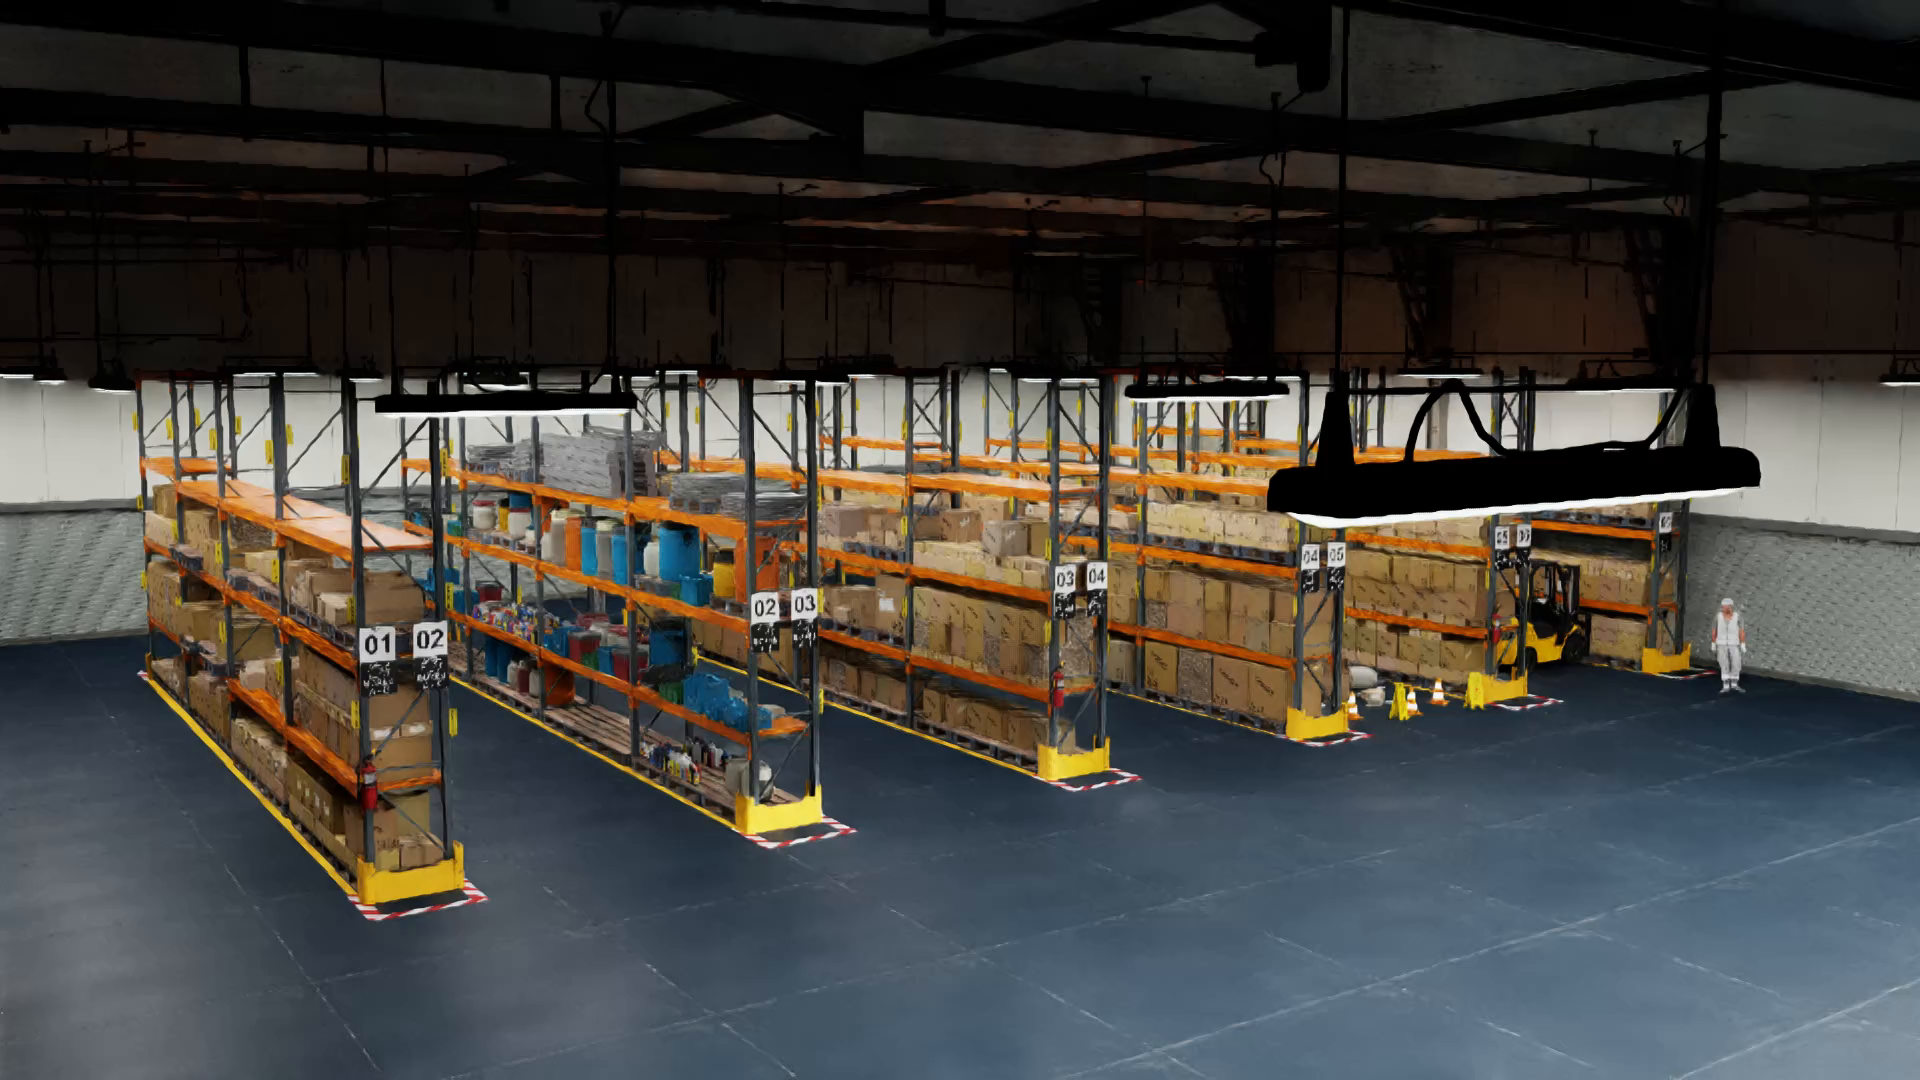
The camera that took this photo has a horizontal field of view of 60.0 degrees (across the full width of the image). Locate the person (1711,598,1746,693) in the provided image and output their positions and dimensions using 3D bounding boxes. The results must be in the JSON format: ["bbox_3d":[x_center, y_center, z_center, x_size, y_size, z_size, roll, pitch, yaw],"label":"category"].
[{"bbox_3d":[14.283,1.956,30.864,0.628,1.782,0.400,3,7,26],"label":"person"}]

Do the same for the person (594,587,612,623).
[{"bbox_3d":[-8.351,1.158,38.536,0.495,1.675,0.493,0,6,-4],"label":"person"}]

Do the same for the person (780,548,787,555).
[{"bbox_3d":[-4.301,0.994,40.015,0.668,1.674,0.534,-5,8,-35],"label":"person"}]
